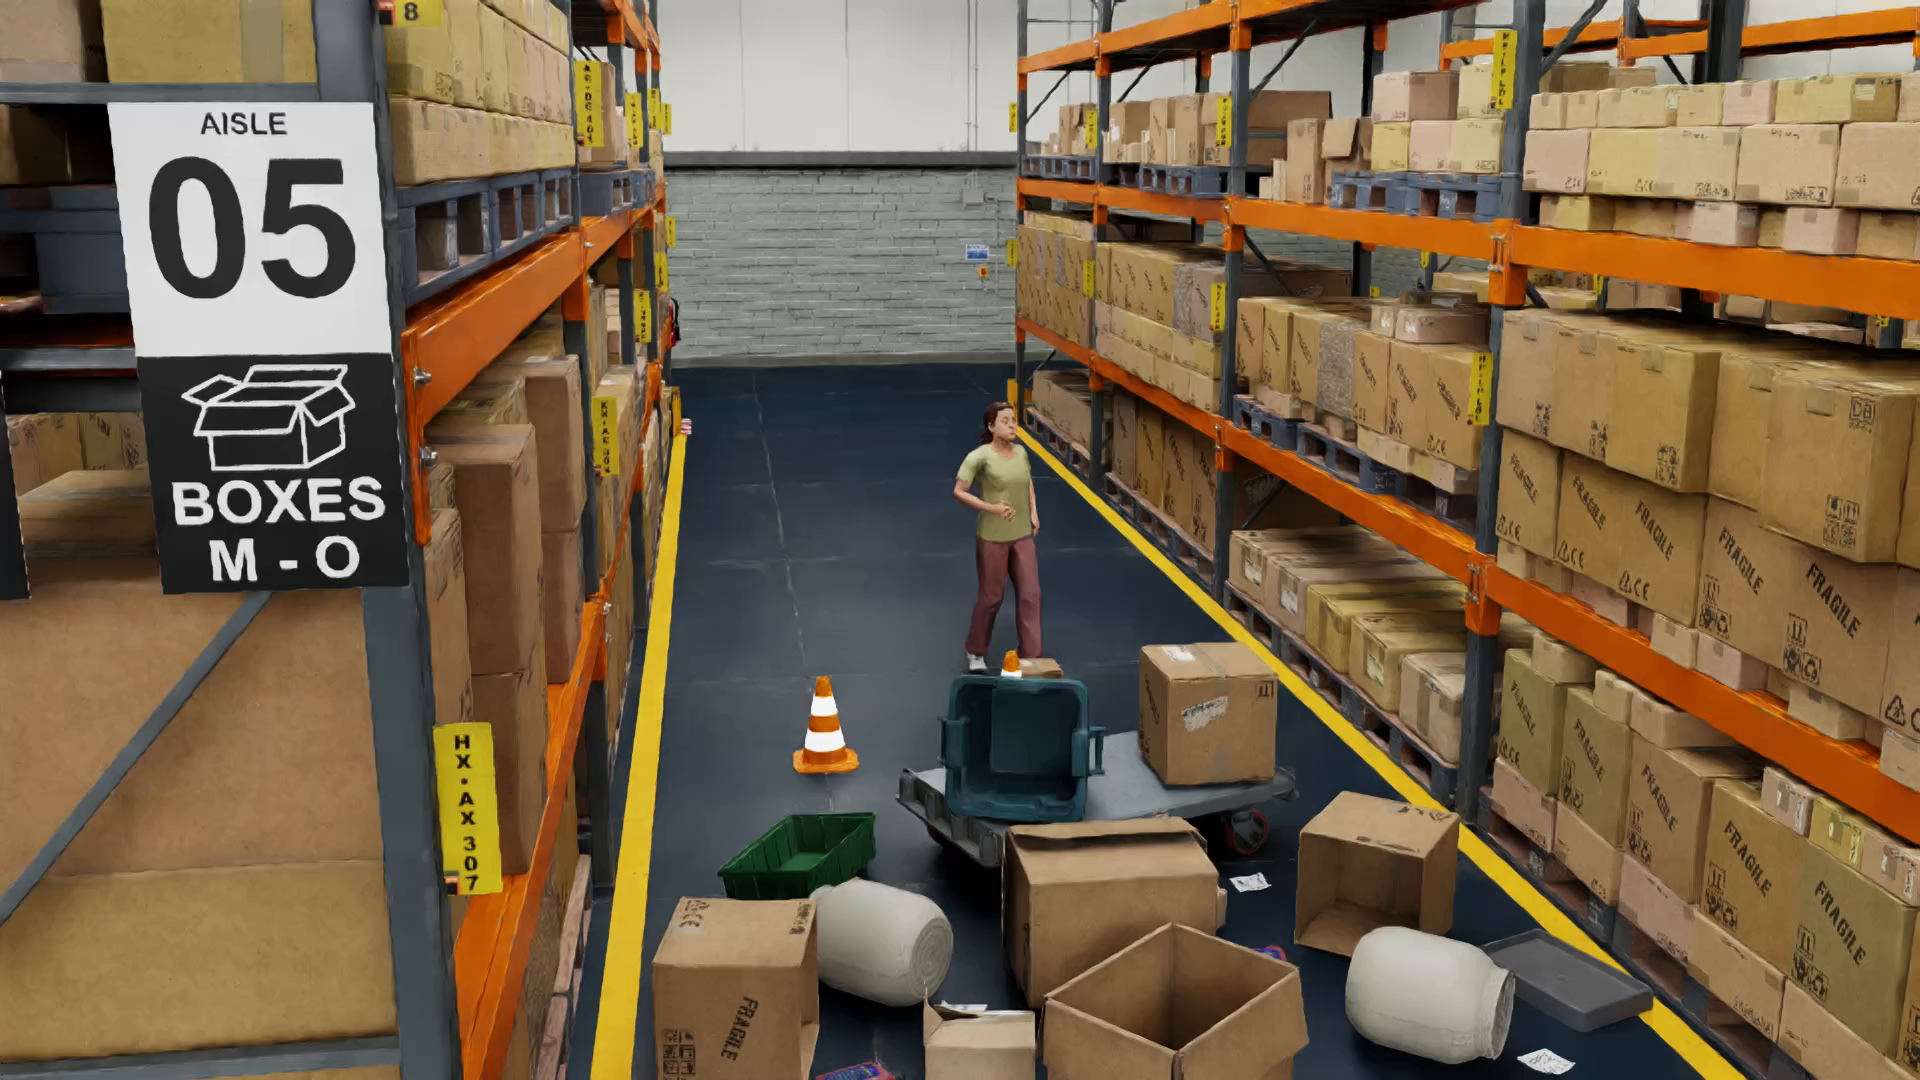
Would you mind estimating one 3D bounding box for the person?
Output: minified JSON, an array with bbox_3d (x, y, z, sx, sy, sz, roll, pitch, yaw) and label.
[{"bbox_3d":[0.313,0.011,9.885,0.620,1.652,0.761,-8,15,-29],"label":"person"}]
